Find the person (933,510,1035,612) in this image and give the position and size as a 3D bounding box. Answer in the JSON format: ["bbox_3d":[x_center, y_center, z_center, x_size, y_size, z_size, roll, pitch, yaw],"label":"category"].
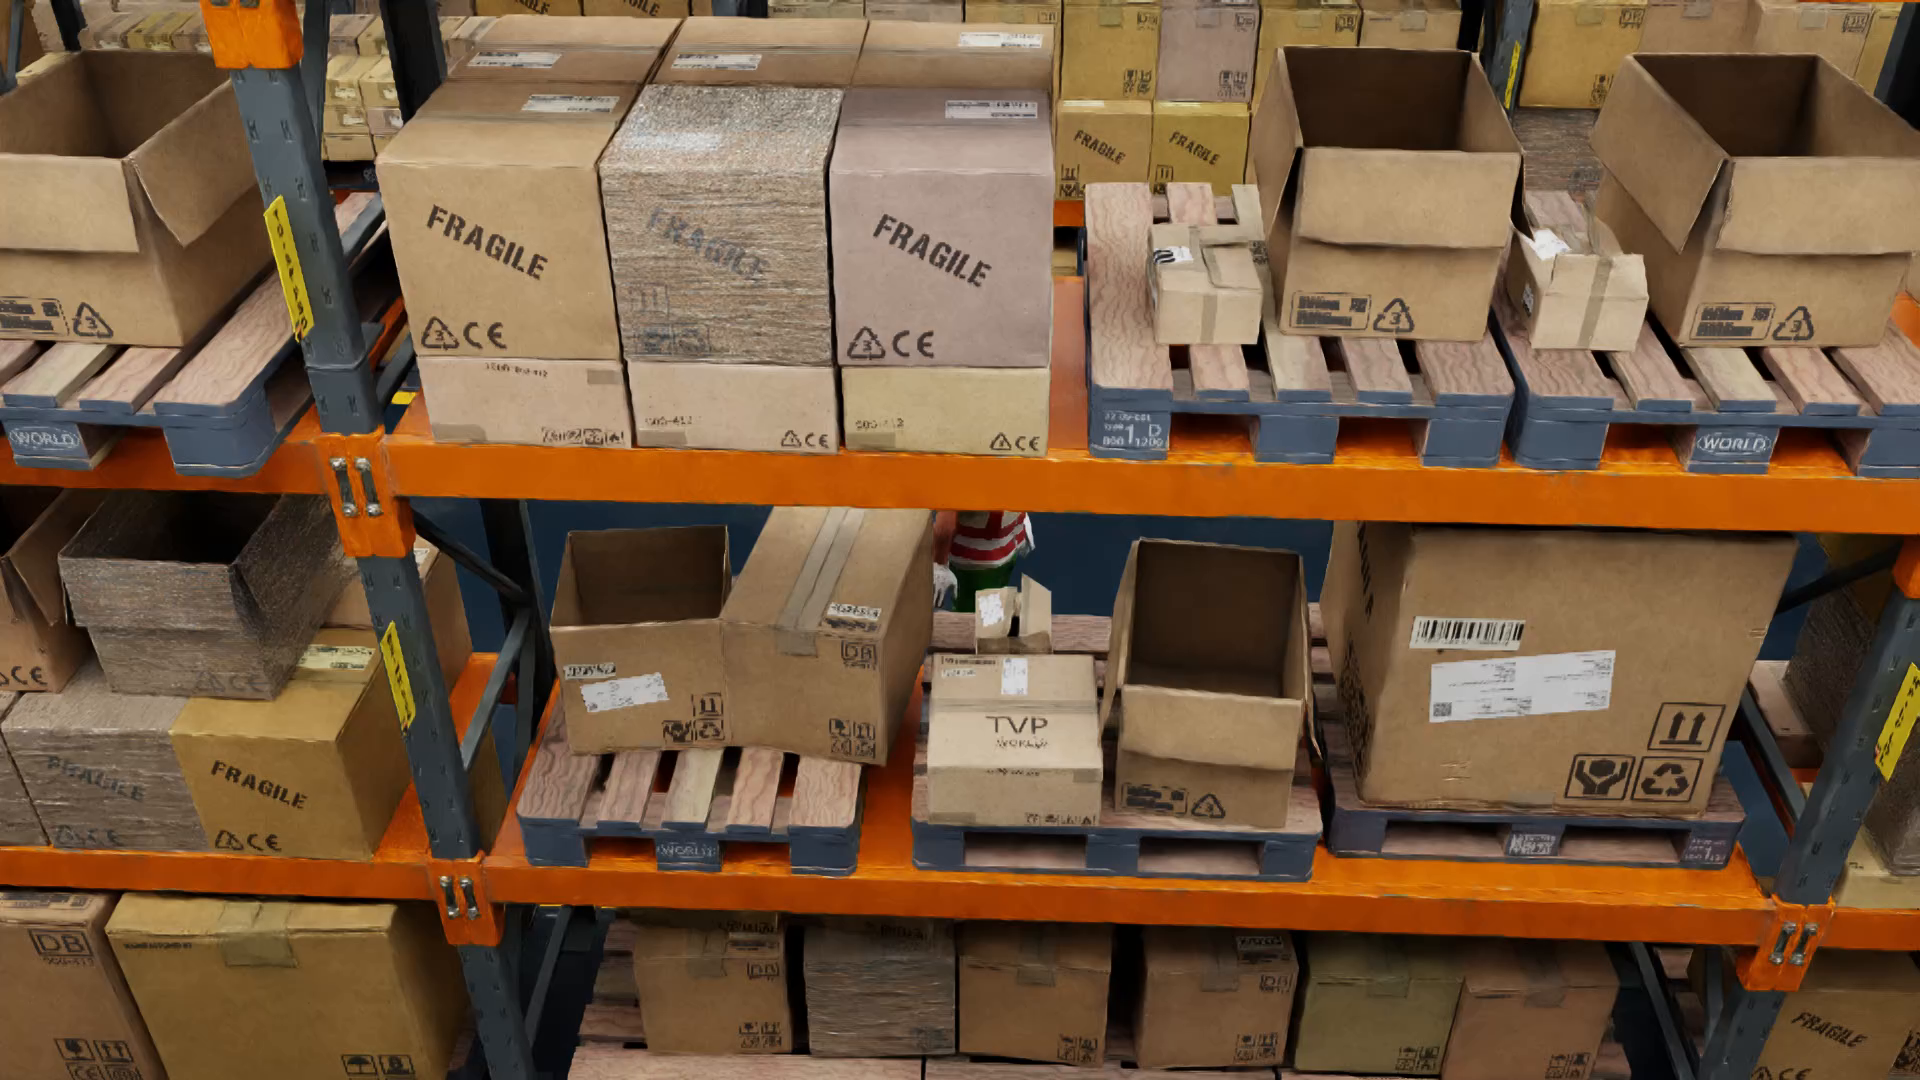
[{"bbox_3d":[0.141,0.074,6.964,0.631,1.769,0.715,17,39,23],"label":"person"}]
